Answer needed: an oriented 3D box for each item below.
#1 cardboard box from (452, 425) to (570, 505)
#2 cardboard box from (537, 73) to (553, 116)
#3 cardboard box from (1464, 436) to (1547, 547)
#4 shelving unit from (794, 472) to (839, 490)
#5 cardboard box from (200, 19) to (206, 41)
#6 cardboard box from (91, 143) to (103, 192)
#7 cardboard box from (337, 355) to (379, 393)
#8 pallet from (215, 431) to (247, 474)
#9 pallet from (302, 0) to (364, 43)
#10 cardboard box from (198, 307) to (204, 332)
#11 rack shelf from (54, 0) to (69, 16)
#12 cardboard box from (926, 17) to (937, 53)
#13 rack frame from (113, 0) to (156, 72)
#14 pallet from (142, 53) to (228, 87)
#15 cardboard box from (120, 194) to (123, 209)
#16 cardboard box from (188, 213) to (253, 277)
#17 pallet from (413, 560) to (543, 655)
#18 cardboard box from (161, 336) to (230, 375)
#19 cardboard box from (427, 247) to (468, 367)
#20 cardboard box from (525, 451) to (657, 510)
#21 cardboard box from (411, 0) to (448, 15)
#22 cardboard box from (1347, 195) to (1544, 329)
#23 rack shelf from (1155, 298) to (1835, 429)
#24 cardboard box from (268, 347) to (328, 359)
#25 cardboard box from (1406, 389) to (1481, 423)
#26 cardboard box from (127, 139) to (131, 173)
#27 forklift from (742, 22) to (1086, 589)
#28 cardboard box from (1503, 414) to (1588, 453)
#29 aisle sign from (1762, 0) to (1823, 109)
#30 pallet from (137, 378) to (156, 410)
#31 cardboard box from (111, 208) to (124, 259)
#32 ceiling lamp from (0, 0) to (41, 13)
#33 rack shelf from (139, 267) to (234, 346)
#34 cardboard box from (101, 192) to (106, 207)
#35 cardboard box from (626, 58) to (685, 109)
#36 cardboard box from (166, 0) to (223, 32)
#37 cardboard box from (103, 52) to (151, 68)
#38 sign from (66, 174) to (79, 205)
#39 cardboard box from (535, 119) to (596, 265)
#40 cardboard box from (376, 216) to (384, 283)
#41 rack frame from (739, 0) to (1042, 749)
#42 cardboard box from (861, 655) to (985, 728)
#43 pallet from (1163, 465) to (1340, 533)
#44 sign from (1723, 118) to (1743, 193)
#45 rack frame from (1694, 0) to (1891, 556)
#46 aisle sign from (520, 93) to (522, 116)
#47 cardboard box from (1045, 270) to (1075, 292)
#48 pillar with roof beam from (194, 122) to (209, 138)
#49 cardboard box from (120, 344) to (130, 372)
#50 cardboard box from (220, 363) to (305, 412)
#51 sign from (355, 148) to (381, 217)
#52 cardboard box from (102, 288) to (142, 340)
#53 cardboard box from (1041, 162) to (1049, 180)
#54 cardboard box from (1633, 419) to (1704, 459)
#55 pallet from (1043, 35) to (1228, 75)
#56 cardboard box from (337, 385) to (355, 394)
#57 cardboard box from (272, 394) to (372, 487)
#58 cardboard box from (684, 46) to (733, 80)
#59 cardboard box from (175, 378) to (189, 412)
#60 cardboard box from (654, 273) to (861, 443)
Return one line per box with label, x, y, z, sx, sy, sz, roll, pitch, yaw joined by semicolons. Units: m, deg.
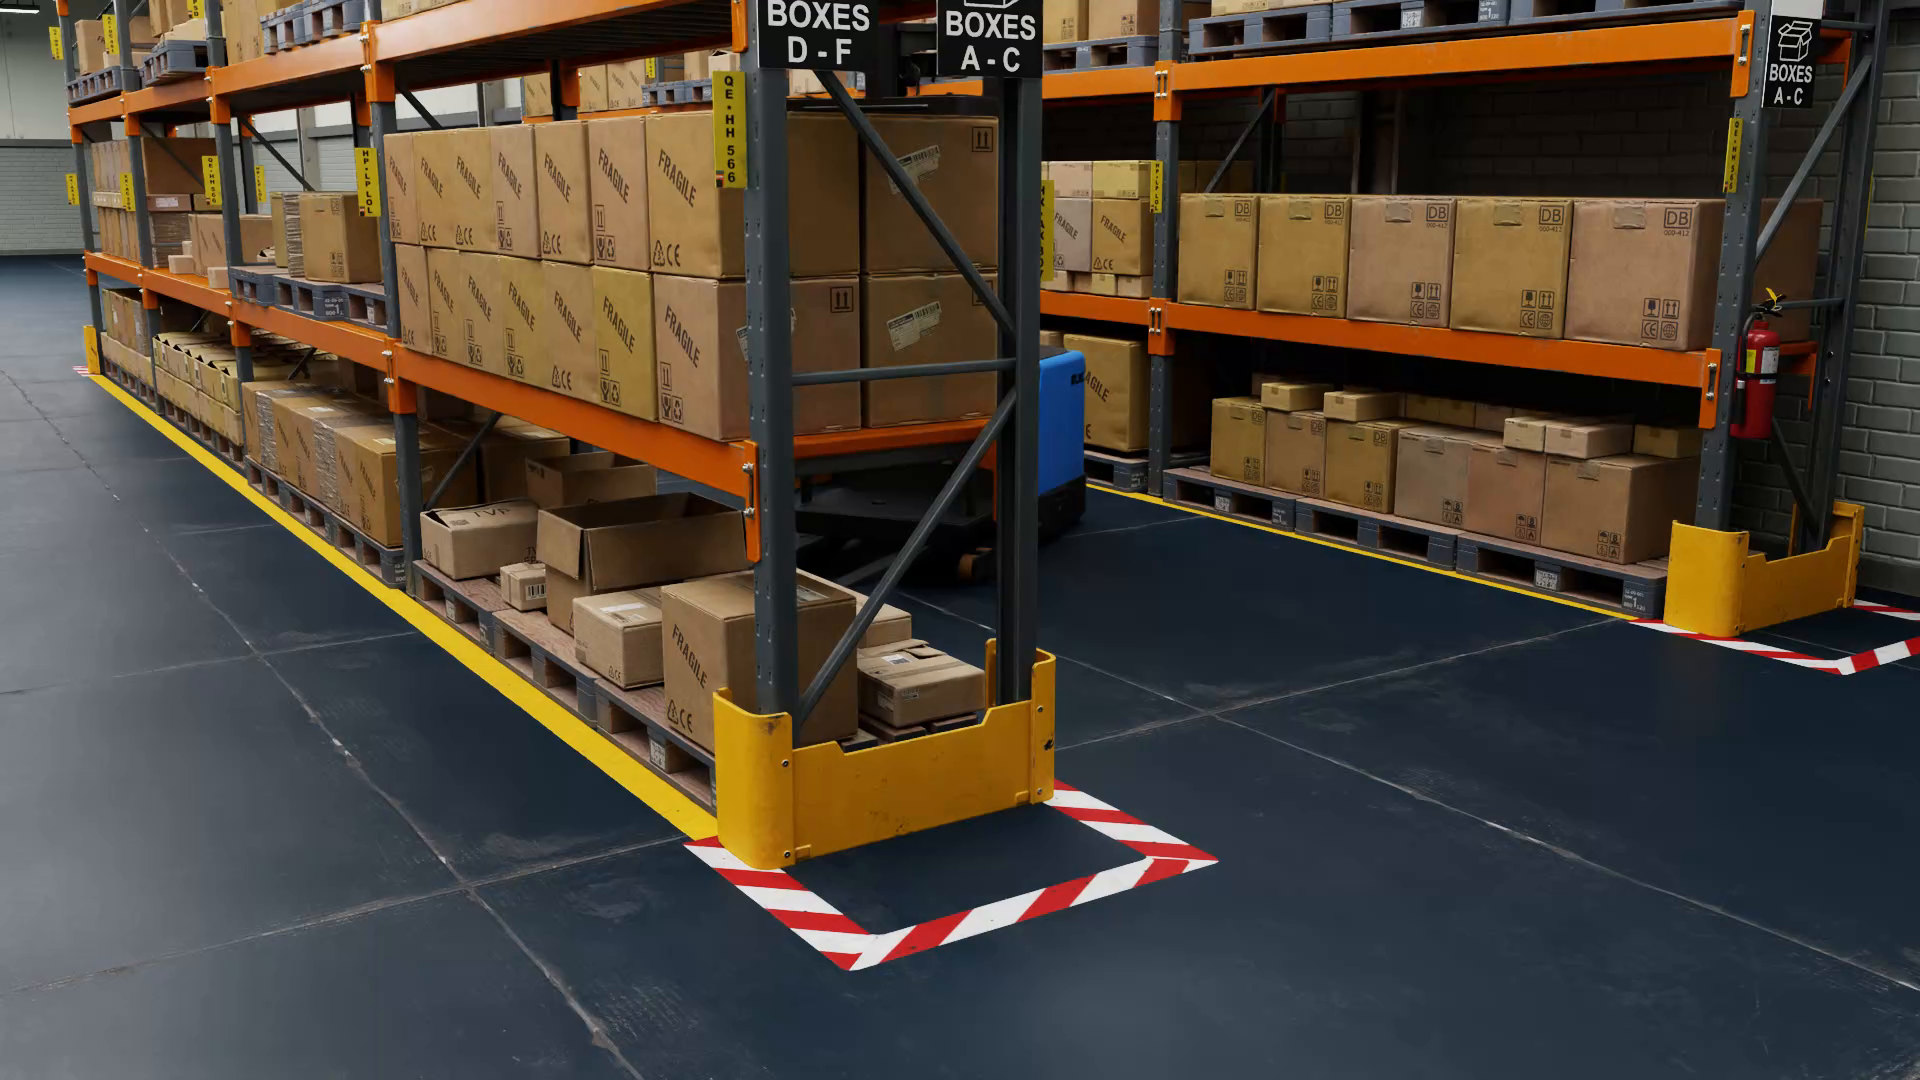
cardboard box;-2.469;-0.340;9.216;0.500;0.500;0.500;-9;15;-35
cardboard box;-4.685;-5.288;19.717;0.500;0.500;0.500;-7;14;-29
cardboard box;3.186;-0.292;9.046;0.700;0.500;0.500;-8;15;-33
shelving unit;-0.618;-1.041;11.113;1.083;1.500;0.587;10;16;37
cardboard box;-5.224;-3.705;12.129;0.500;0.250;0.500;-8;14;-31
cardboard box;-8.775;-3.954;17.651;0.700;0.500;0.500;-8;15;-33
cardboard box;-3.872;-1.155;11.186;0.500;0.250;0.500;-7;14;-31
pallet;-5.044;-0.731;12.712;1.003;0.211;1.213;-8;15;-33
pallet;-2.707;-2.729;8.738;1.213;0.211;1.003;-8;15;-33
cardboard box;-7.116;-2.090;16.094;0.500;0.500;0.500;-8;15;-33
rack shelf;-7.944;-5.394;16.082;1.077;0.370;4.000;-8;15;-33
cardboard box;0.156;-4.091;13.264;0.700;0.500;0.500;-9;15;-36
rack frame;-6.836;-5.585;14.336;1.000;3.000;0.127;-8;15;-33
pallet;-5.692;-3.624;12.835;1.003;0.211;1.213;-7;14;-30
cardboard box;-7.867;-3.269;16.035;0.380;0.149;0.250;-8;14;-31
cardboard box;-6.132;-2.471;13.904;0.500;0.500;0.500;-7;14;-29
pallet;-2.024;0.253;8.209;1.003;0.211;1.213;-8;15;-33
cardboard box;-6.542;-1.597;14.285;0.500;0.311;0.500;-8;15;-33
cardboard box;-2.062;-1.066;7.483;0.500;0.500;0.500;-8;15;-32
cardboard box;-1.852;-0.157;8.381;0.500;0.500;0.500;-8;15;-33
cardboard box;-2.067;-2.418;7.228;0.500;0.250;0.500;-8;15;-33
cardboard box;2.816;-1.608;9.490;0.980;0.700;0.700;-9;15;-35
rack shelf;2.826;-1.111;9.605;1.077;0.370;4.000;-8;15;-33
cardboard box;-5.244;-1.390;13.336;0.500;0.311;0.500;-9;15;-34
cardboard box;2.855;-0.792;9.812;0.380;0.149;0.250;-8;15;-34
cardboard box;-7.368;-3.504;15.595;0.700;0.500;0.500;-8;15;-33
forklift;-0.284;-1.297;8.934;1.130;2.935;3.031;5;13;23
cardboard box;3.098;-0.567;8.783;0.380;0.149;0.250;-8;14;-31
aisle sign;3.724;-2.328;7.403;0.394;0.787;0.004;-8;15;-33
pallet;-7.242;-1.438;15.944;1.003;0.211;1.213;-8;15;-33
cardboard box;-8.239;-3.148;17.001;0.700;0.500;0.500;-8;15;-32
ceiling lamp;-22.433;-13.774;38.119;2.000;3.185;0.800;-8;15;-33
rack shelf;-5.728;-1.947;13.427;1.077;0.370;4.000;-8;15;-33
cardboard box;-8.591;-3.499;17.091;0.380;0.149;0.250;-8;15;-34
cardboard box;-3.201;-4.826;17.606;0.500;0.500;0.500;-8;14;-31
cardboard box;-6.192;-4.405;13.574;0.500;0.500;0.500;-6;14;-27
cardboard box;-7.732;-4.452;15.456;0.380;0.149;0.250;-8;15;-33
sign;-9.518;-3.762;17.833;0.100;0.325;0.005;-8;15;-33
cardboard box;-1.235;-1.285;6.142;0.500;0.500;0.500;-8;14;-31
cardboard box;-2.914;-1.711;9.446;0.700;0.500;0.500;-6;14;-24
rack frame;-0.187;-0.520;5.217;1.000;3.000;0.127;-8;15;-33
cardboard box;-0.133;0.543;6.001;0.380;0.149;0.250;-8;15;-33
pallet;2.074;-0.311;10.792;1.003;0.211;1.213;-8;15;-33
sign;3.475;-1.726;7.470;0.100;0.325;0.005;-8;15;-33
rack frame;3.934;-1.107;7.902;1.000;3.000;0.127;-8;15;-33
aisle sign;-5.220;-5.200;20.532;0.394;0.787;0.004;-8;15;-33
cardboard box;0.834;-1.865;11.912;0.380;0.149;0.250;-8;15;-33
pillar with roof beam;-24.028;-11.687;42.240;9.100;9.000;0.548;-8;15;-33
cardboard box;-8.111;-1.839;16.701;0.500;0.250;0.500;-8;15;-33
cardboard box;-5.115;-1.142;12.205;0.500;0.311;0.500;-8;14;-31
sign;-2.864;-1.730;8.043;0.100;0.325;0.005;-8;15;-33
cardboard box;-8.662;-2.383;17.436;0.500;0.500;0.500;-8;15;-33
cardboard box;0.688;-2.624;12.107;0.500;0.250;0.500;-8;15;-32
cardboard box;3.699;-0.522;8.576;0.380;0.149;0.250;-8;15;-32
pallet;1.169;-3.347;11.574;0.805;0.209;1.217;-9;15;-35
cardboard box;-3.906;-0.798;11.310;0.500;0.500;0.500;-7;14;-31
cardboard box;-4.037;-0.639;10.585;0.500;0.500;0.500;-8;15;-34
cardboard box;-2.478;-4.854;16.797;0.500;0.500;0.500;-6;14;-25
cardboard box;-6.247;-1.232;13.927;0.500;0.250;0.500;-9;15;-34
cardboard box;-0.662;-0.616;5.424;0.500;0.500;0.500;-8;14;-31
